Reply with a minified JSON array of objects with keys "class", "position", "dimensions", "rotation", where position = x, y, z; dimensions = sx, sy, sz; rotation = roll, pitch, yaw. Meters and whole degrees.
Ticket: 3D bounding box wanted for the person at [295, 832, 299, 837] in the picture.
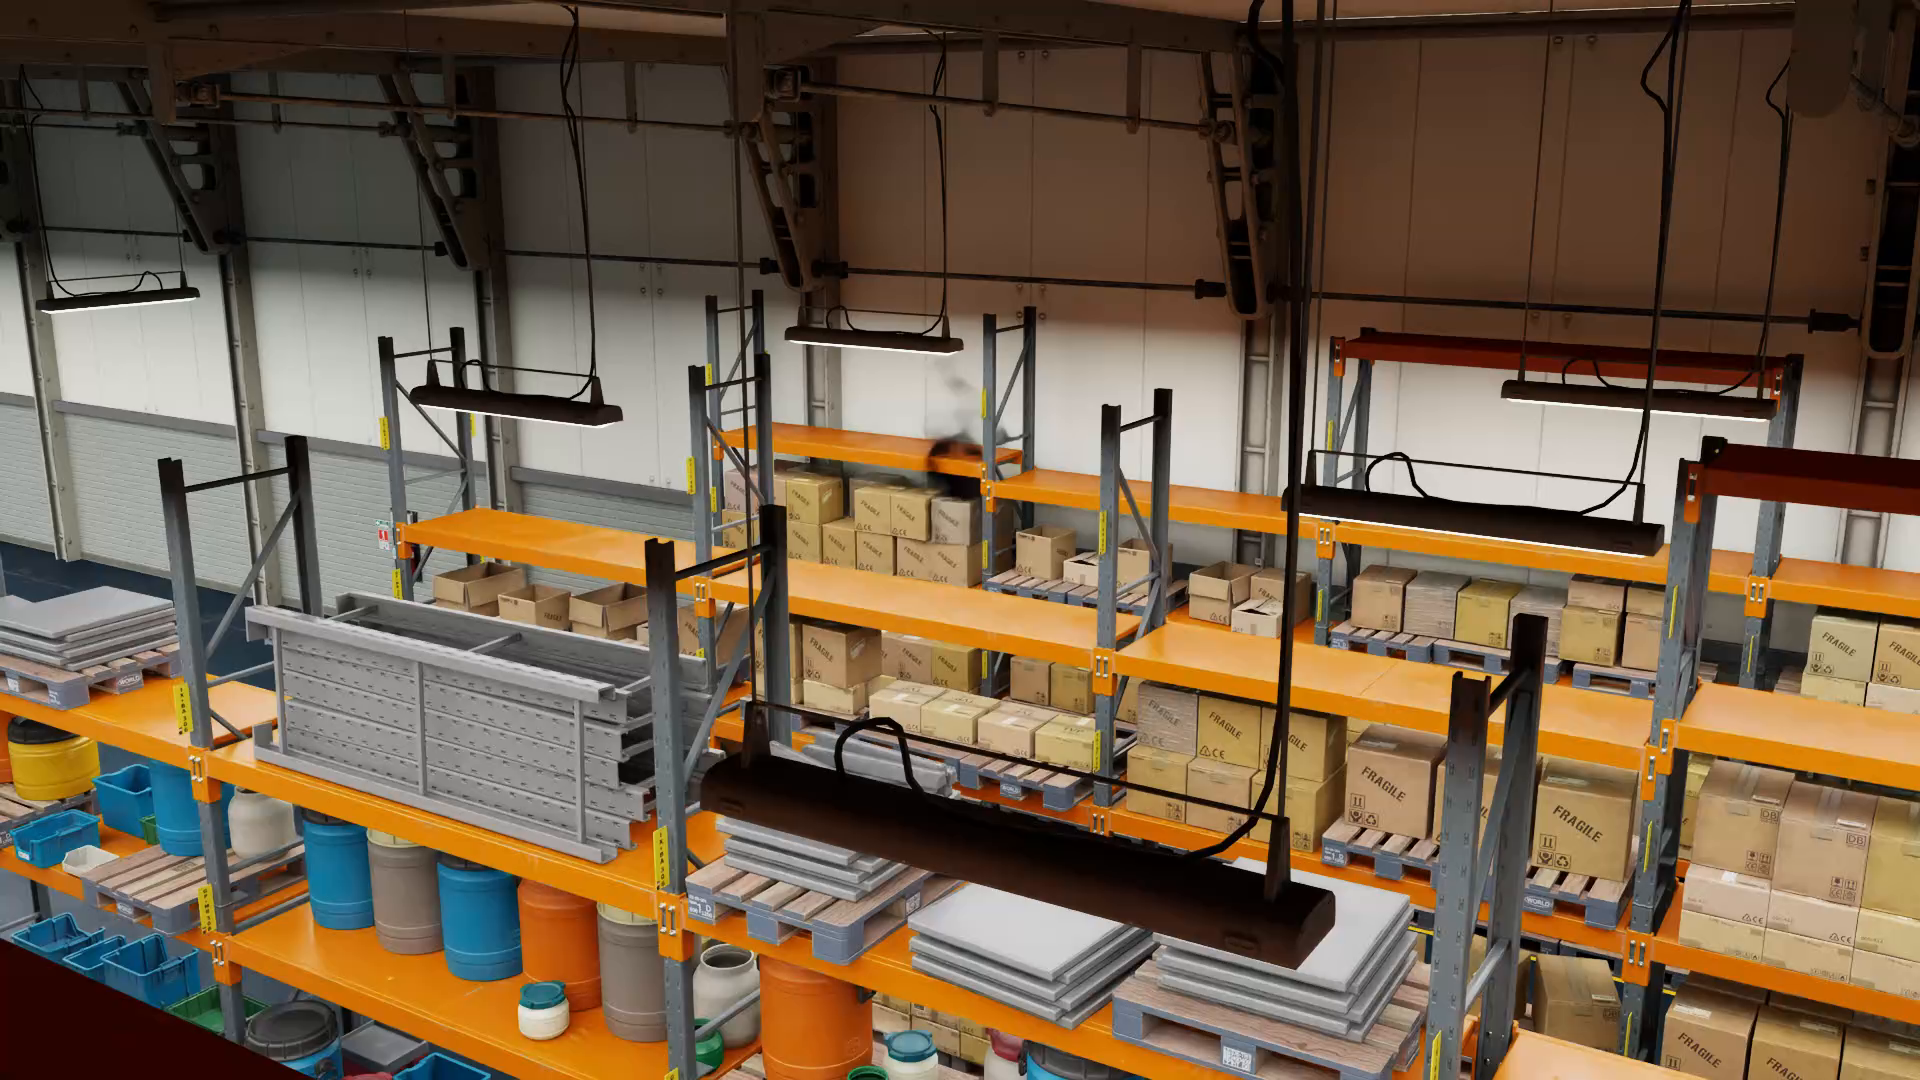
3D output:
[{"class":"person","position":[-7.634,2.842,18.231],"dimensions":[0.829,1.670,0.592],"rotation":[-7,16,-27]}]
